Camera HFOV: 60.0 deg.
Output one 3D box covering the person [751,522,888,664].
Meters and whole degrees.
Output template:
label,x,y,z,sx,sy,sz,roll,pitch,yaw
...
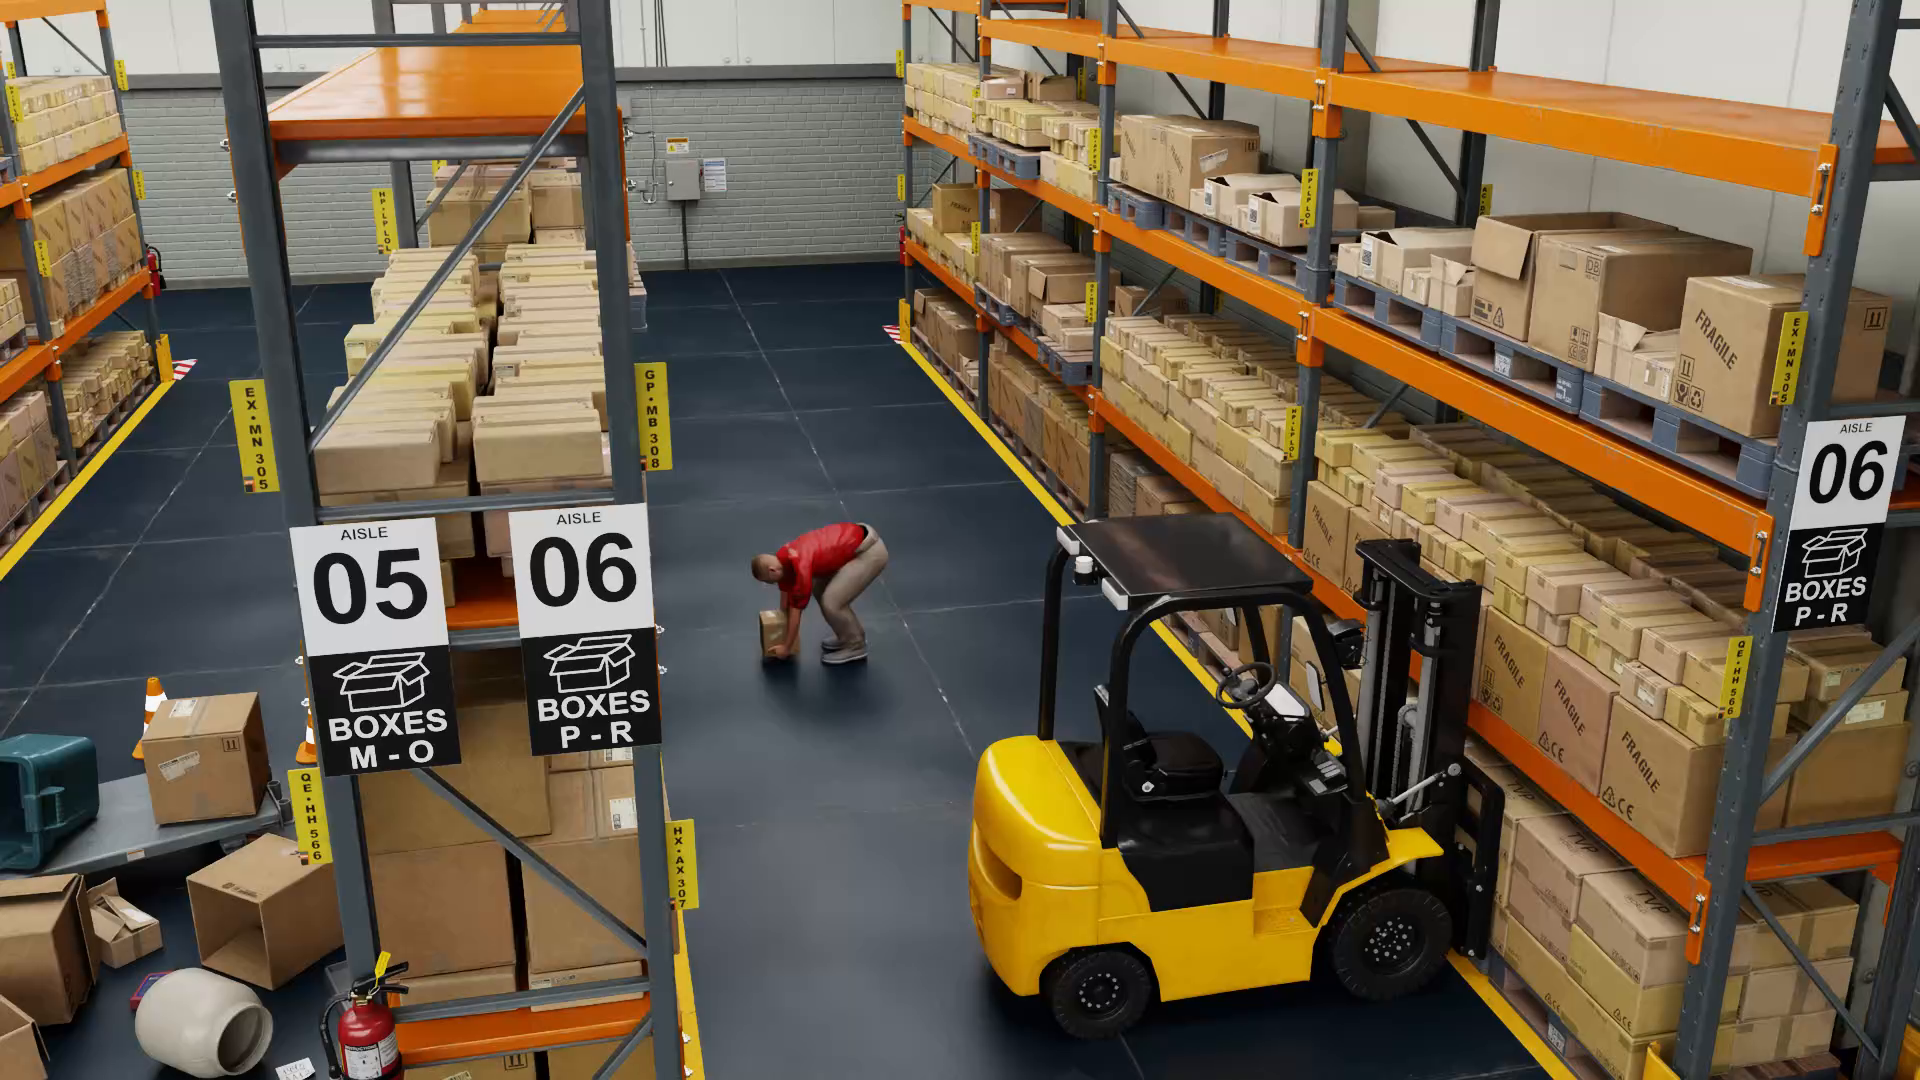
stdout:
label,x,y,z,sx,sy,sz,roll,pitch,yaw
person,-0.983,0.375,11.686,0.957,0.962,0.517,-5,20,-15
